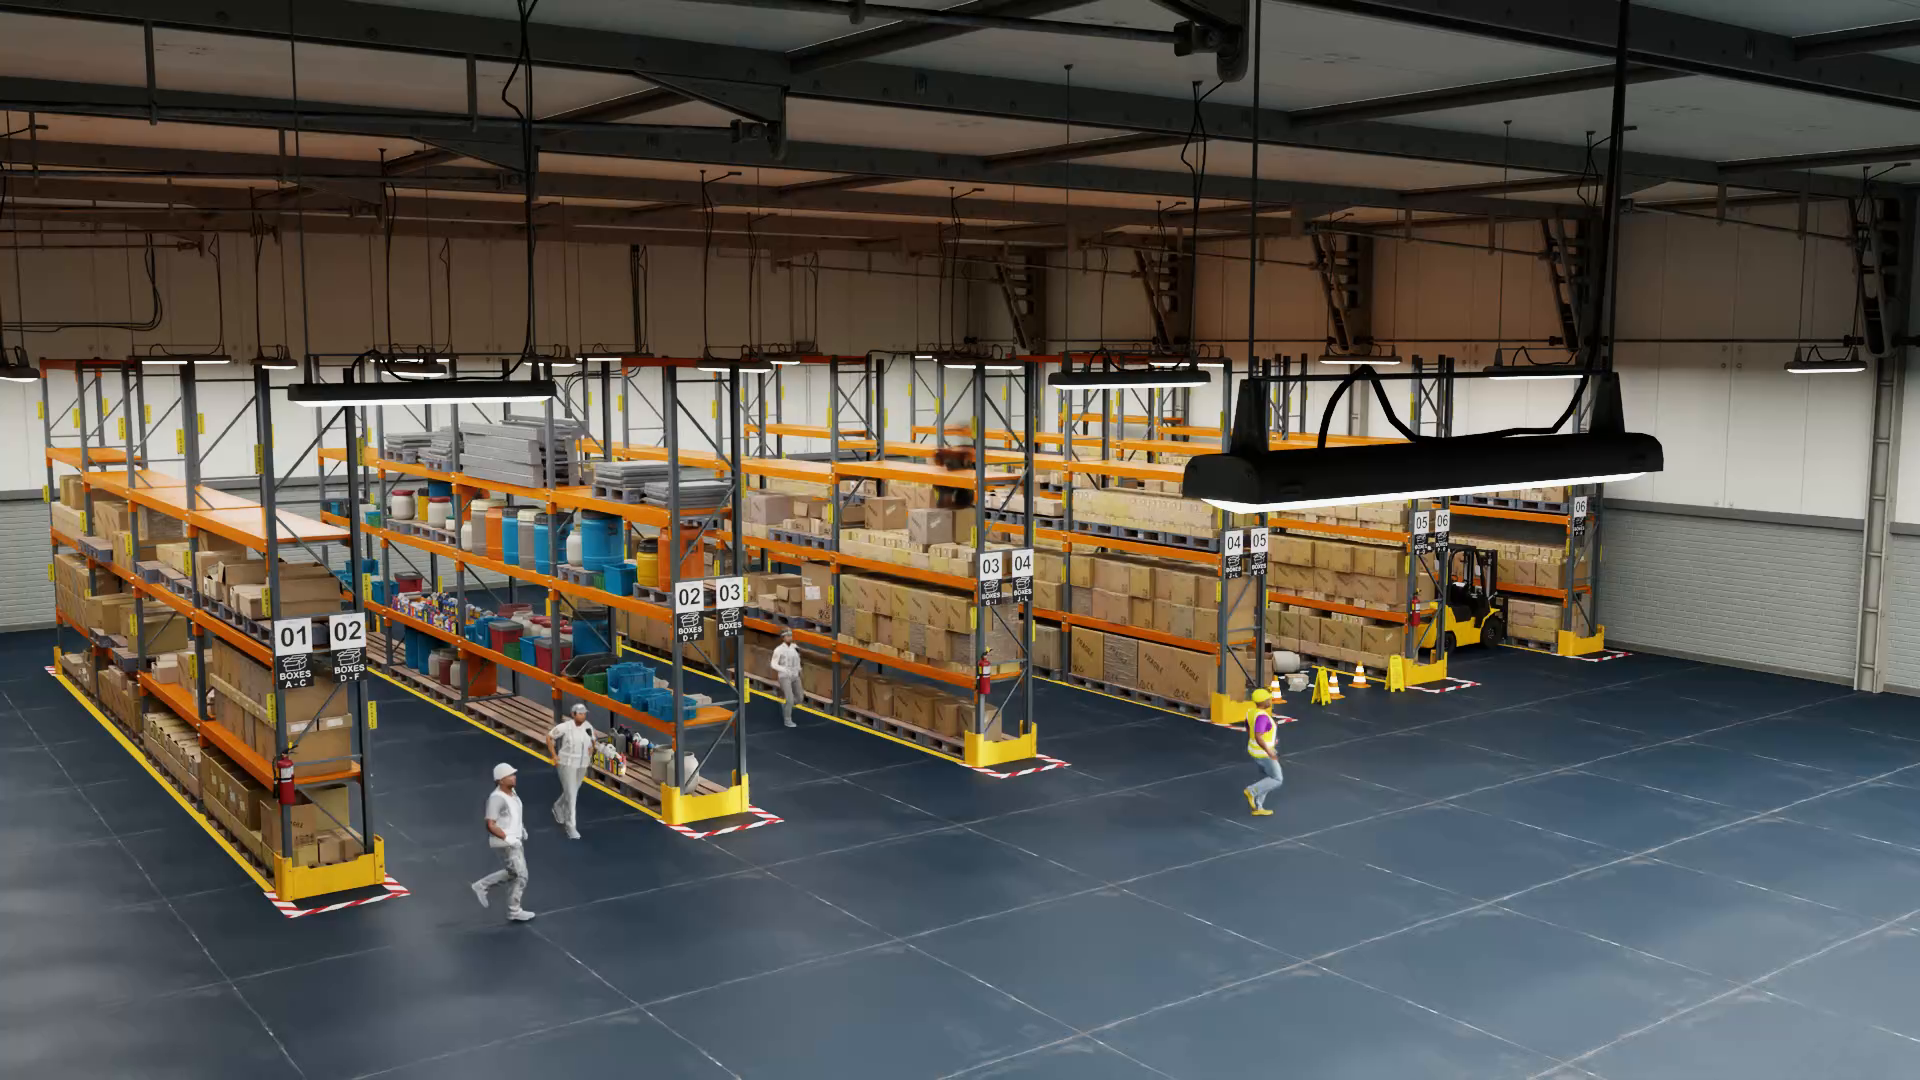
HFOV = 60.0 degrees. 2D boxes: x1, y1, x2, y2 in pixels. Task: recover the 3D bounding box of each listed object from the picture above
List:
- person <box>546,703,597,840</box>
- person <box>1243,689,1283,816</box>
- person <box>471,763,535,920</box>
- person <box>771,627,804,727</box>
[{"bbox_3d":[-4.989,2.939,21.553,0.859,1.674,0.630,7,9,44],"label":"person"},{"bbox_3d":[4.023,2.828,22.147,0.583,1.717,0.703,-1,7,-10],"label":"person"},{"bbox_3d":[-5.019,3.291,18.165,0.701,1.740,0.720,0,7,-4],"label":"person"},{"bbox_3d":[-2.801,2.241,27.274,0.611,1.649,0.569,-6,9,-40],"label":"person"}]
